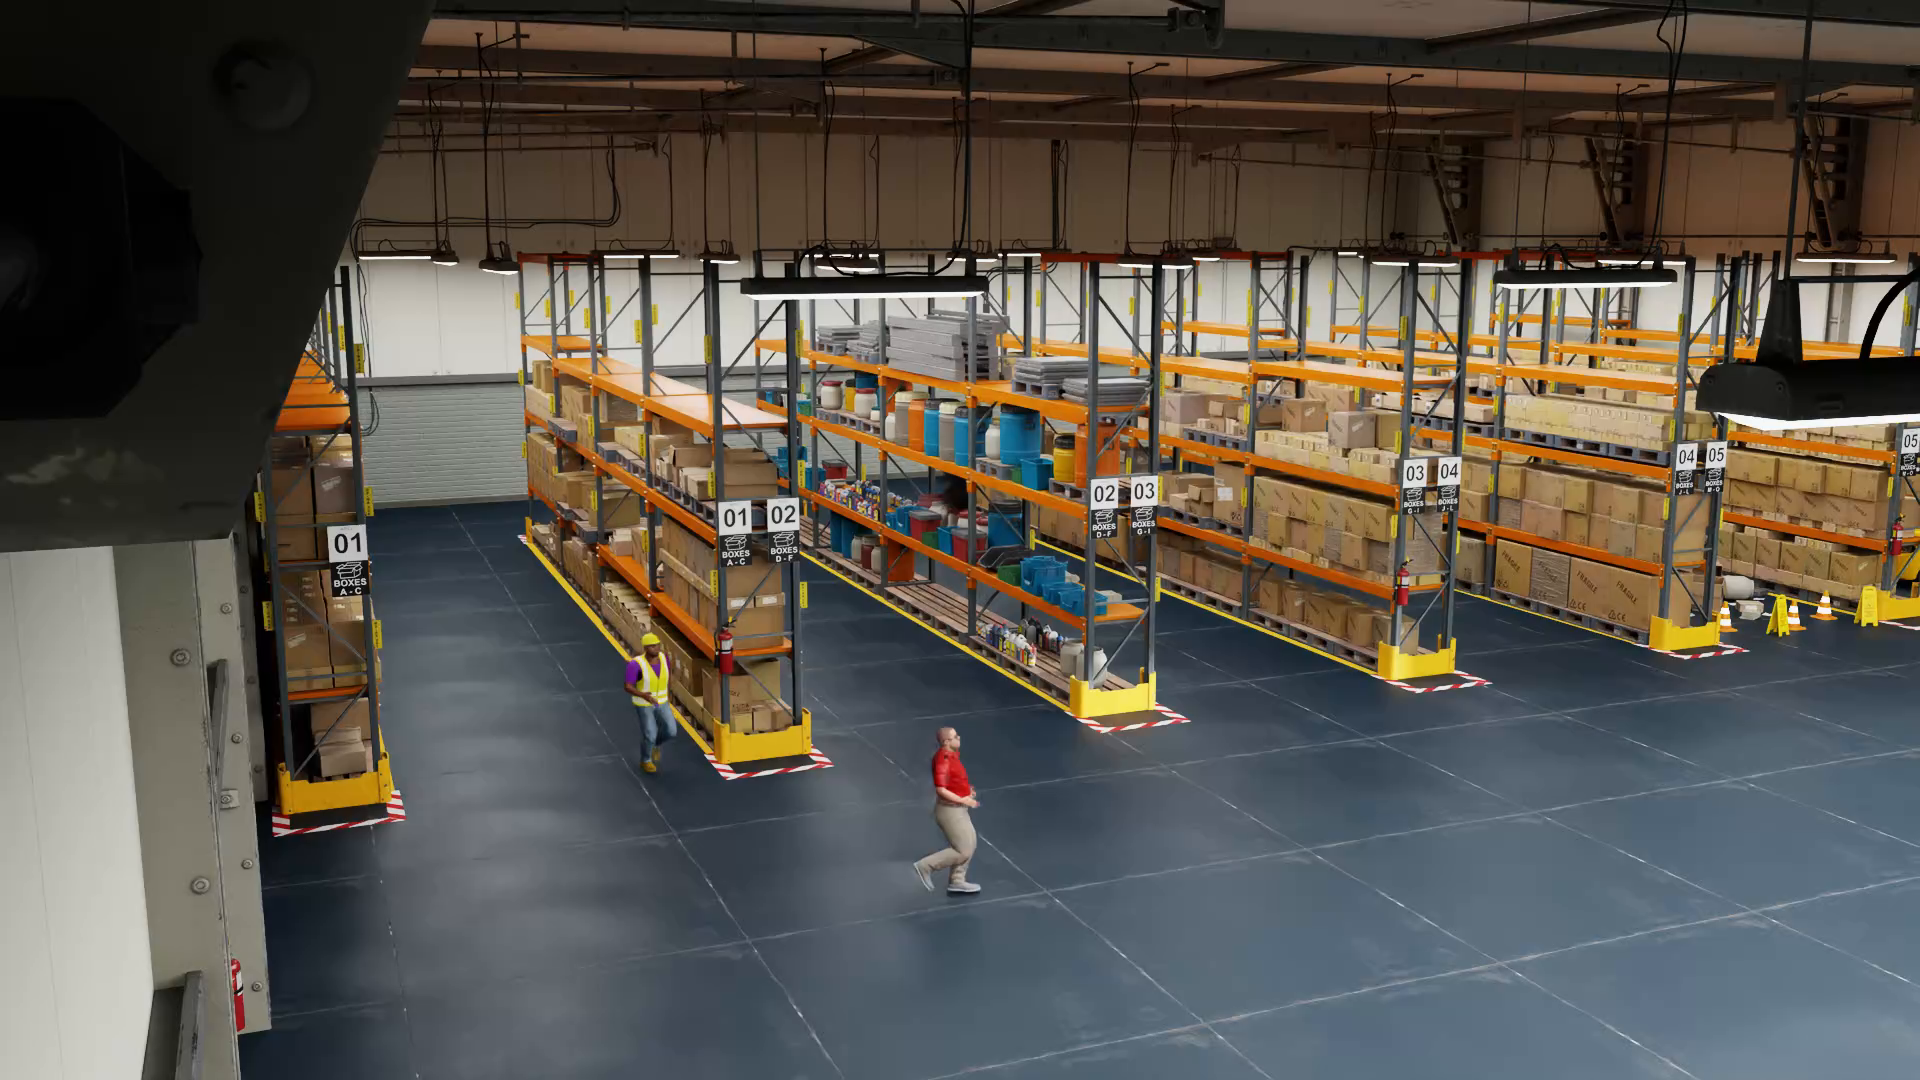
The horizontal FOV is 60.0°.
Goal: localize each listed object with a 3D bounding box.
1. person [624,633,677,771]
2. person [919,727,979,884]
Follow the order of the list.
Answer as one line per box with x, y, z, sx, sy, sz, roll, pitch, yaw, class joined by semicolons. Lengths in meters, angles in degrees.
-3.628;1.936;19.742;0.702;1.709;0.616;-9;14;-41;person
-0.111;2.575;16.077;0.579;1.591;0.665;-1;10;-3;person
